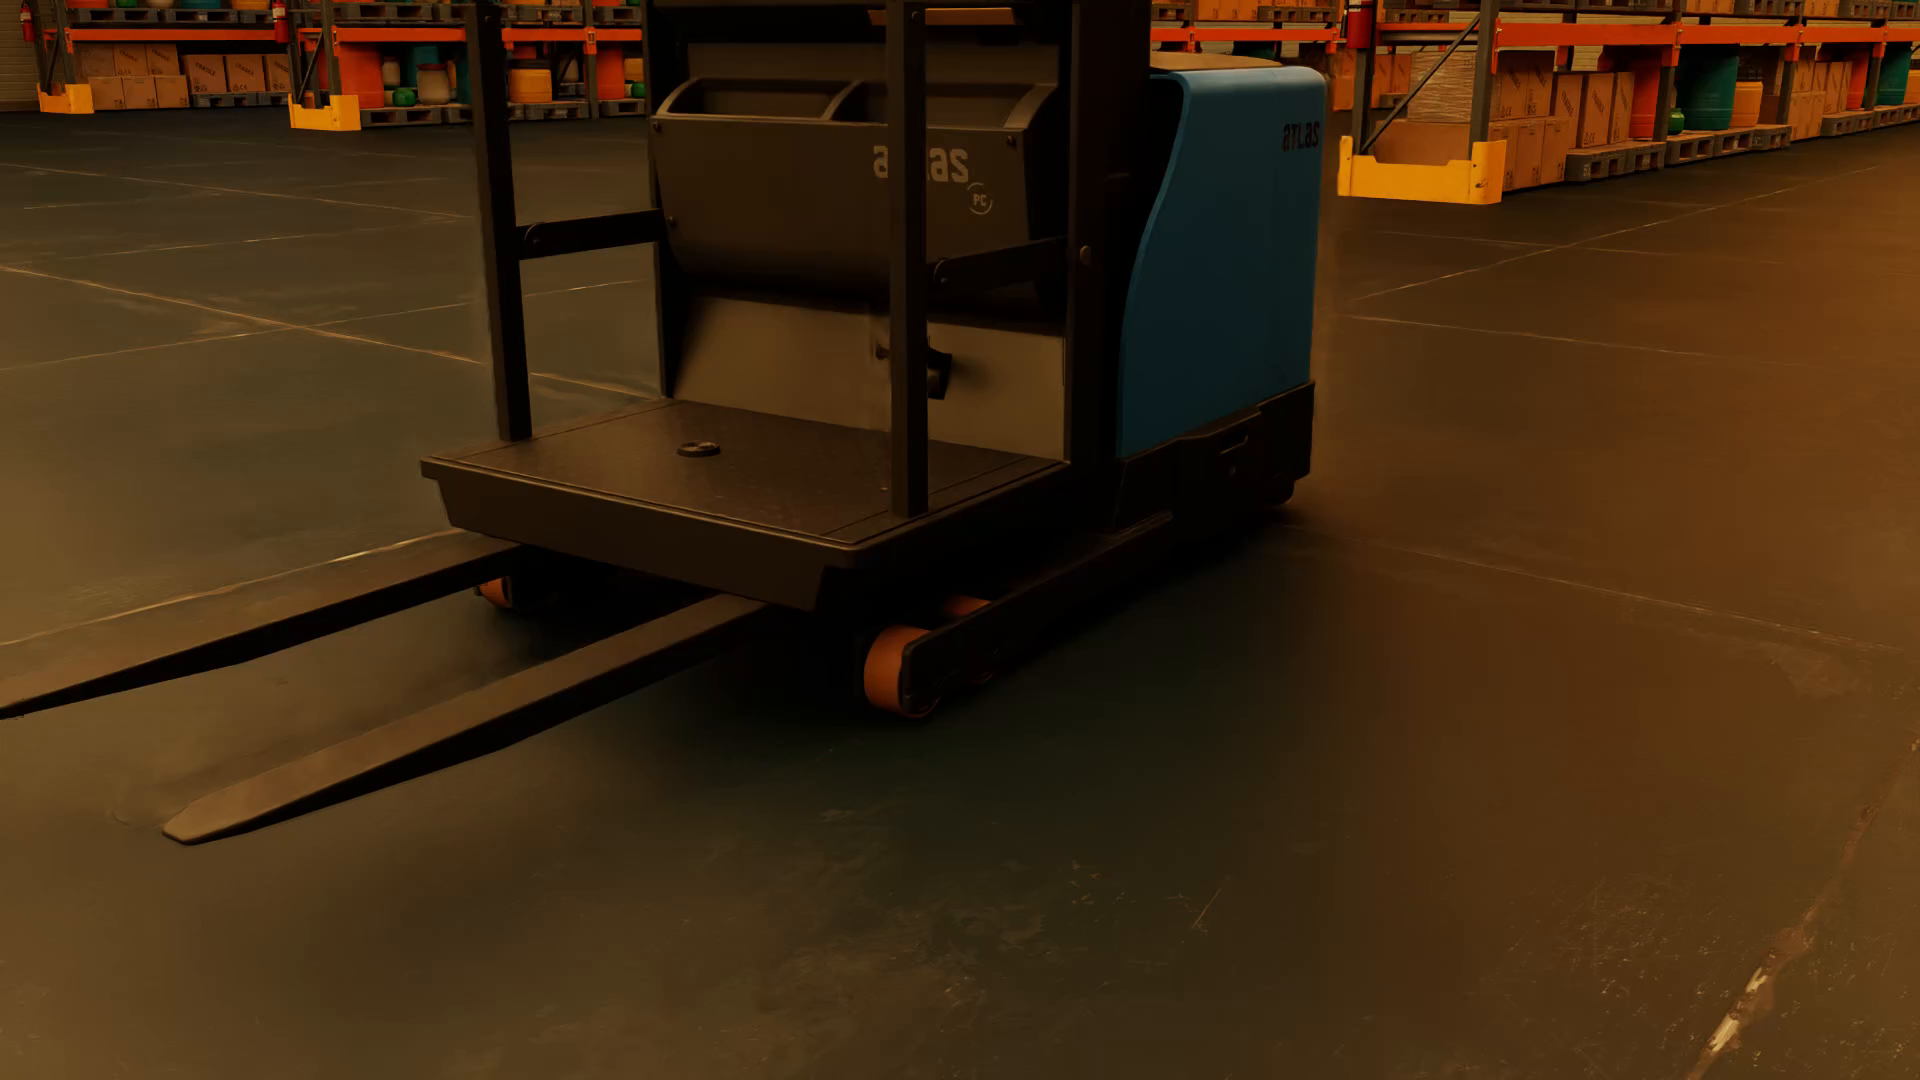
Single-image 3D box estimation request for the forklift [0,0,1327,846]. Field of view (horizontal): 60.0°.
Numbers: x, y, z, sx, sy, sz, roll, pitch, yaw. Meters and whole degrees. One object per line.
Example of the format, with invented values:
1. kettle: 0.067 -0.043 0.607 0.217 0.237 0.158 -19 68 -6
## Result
1. forklift: -0.346 -1.246 3.001 1.130 2.935 3.031 11 20 33
